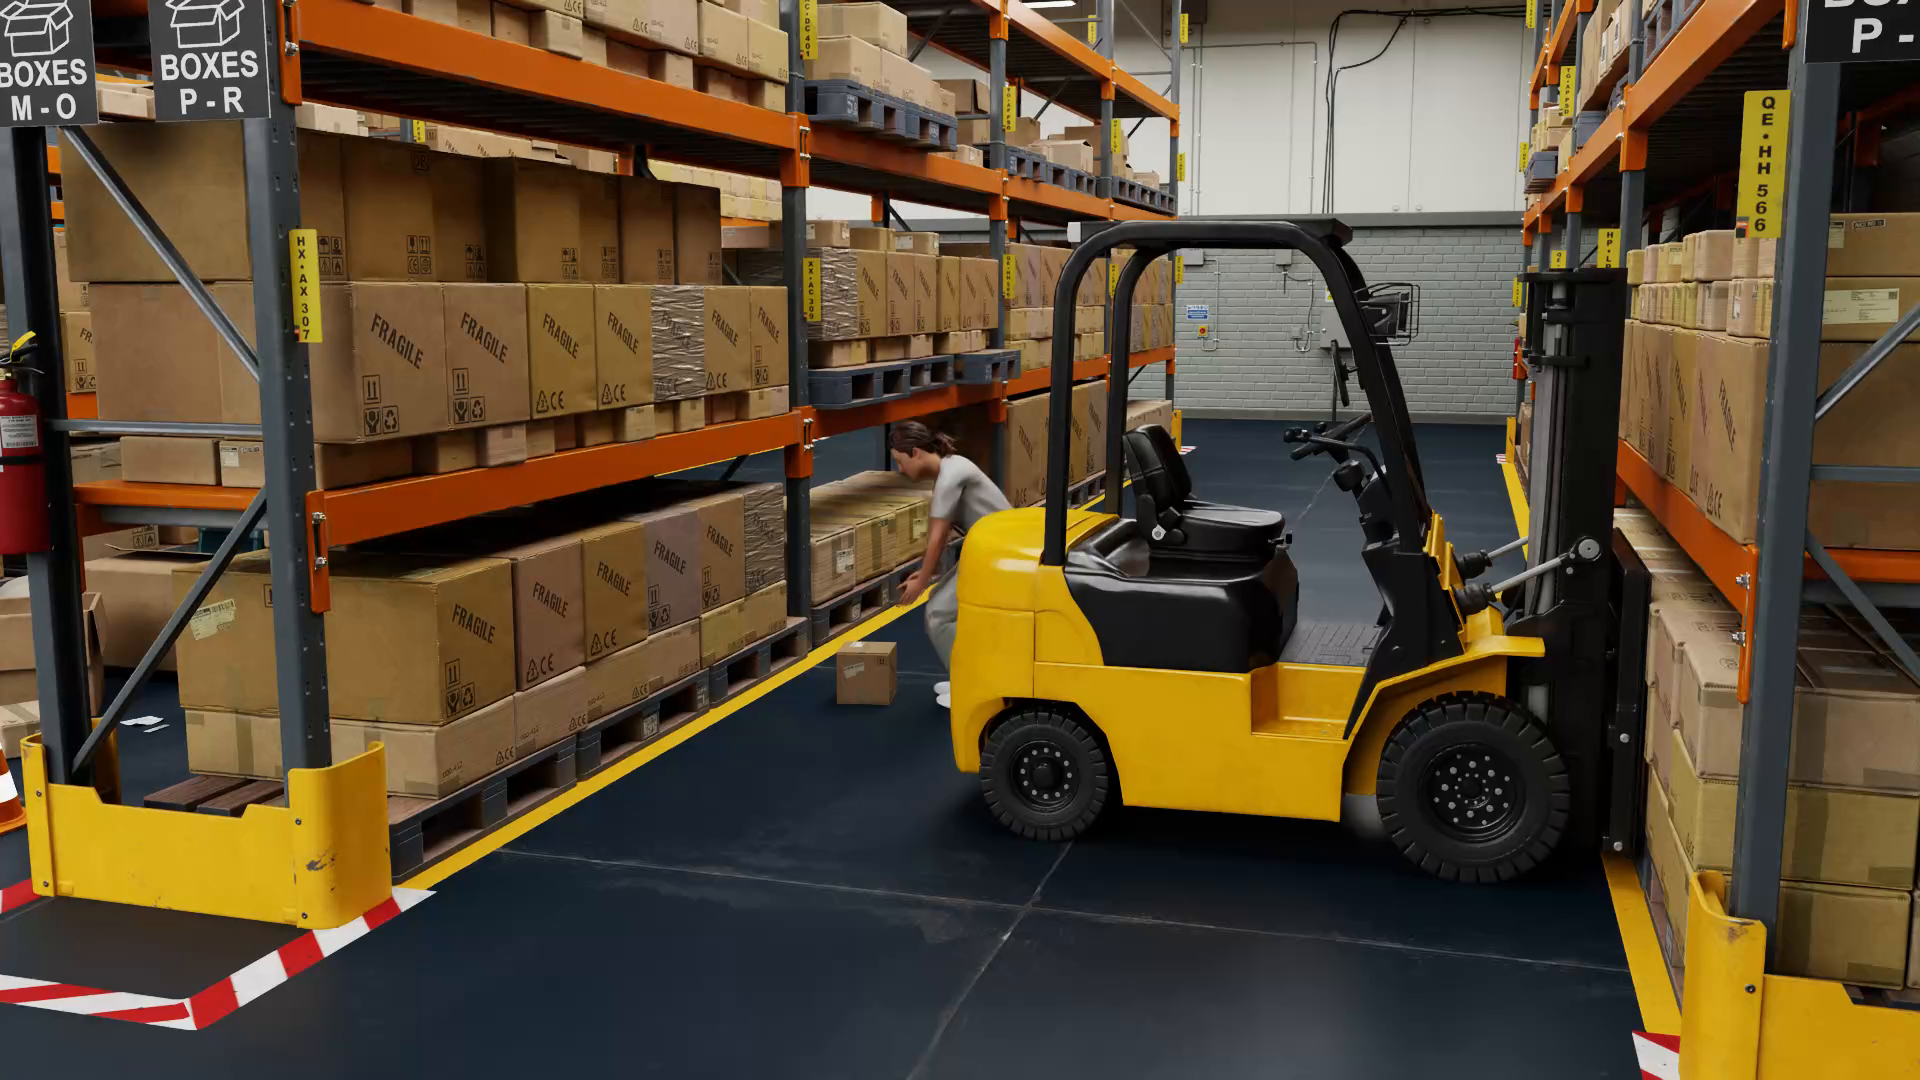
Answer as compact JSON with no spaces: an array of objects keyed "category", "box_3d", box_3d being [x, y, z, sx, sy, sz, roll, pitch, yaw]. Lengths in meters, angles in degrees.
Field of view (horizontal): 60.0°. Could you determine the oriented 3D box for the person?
[{"category":"person","box_3d":[-0.003,0.112,7.771,0.667,1.333,0.491,1,8,5]}]
